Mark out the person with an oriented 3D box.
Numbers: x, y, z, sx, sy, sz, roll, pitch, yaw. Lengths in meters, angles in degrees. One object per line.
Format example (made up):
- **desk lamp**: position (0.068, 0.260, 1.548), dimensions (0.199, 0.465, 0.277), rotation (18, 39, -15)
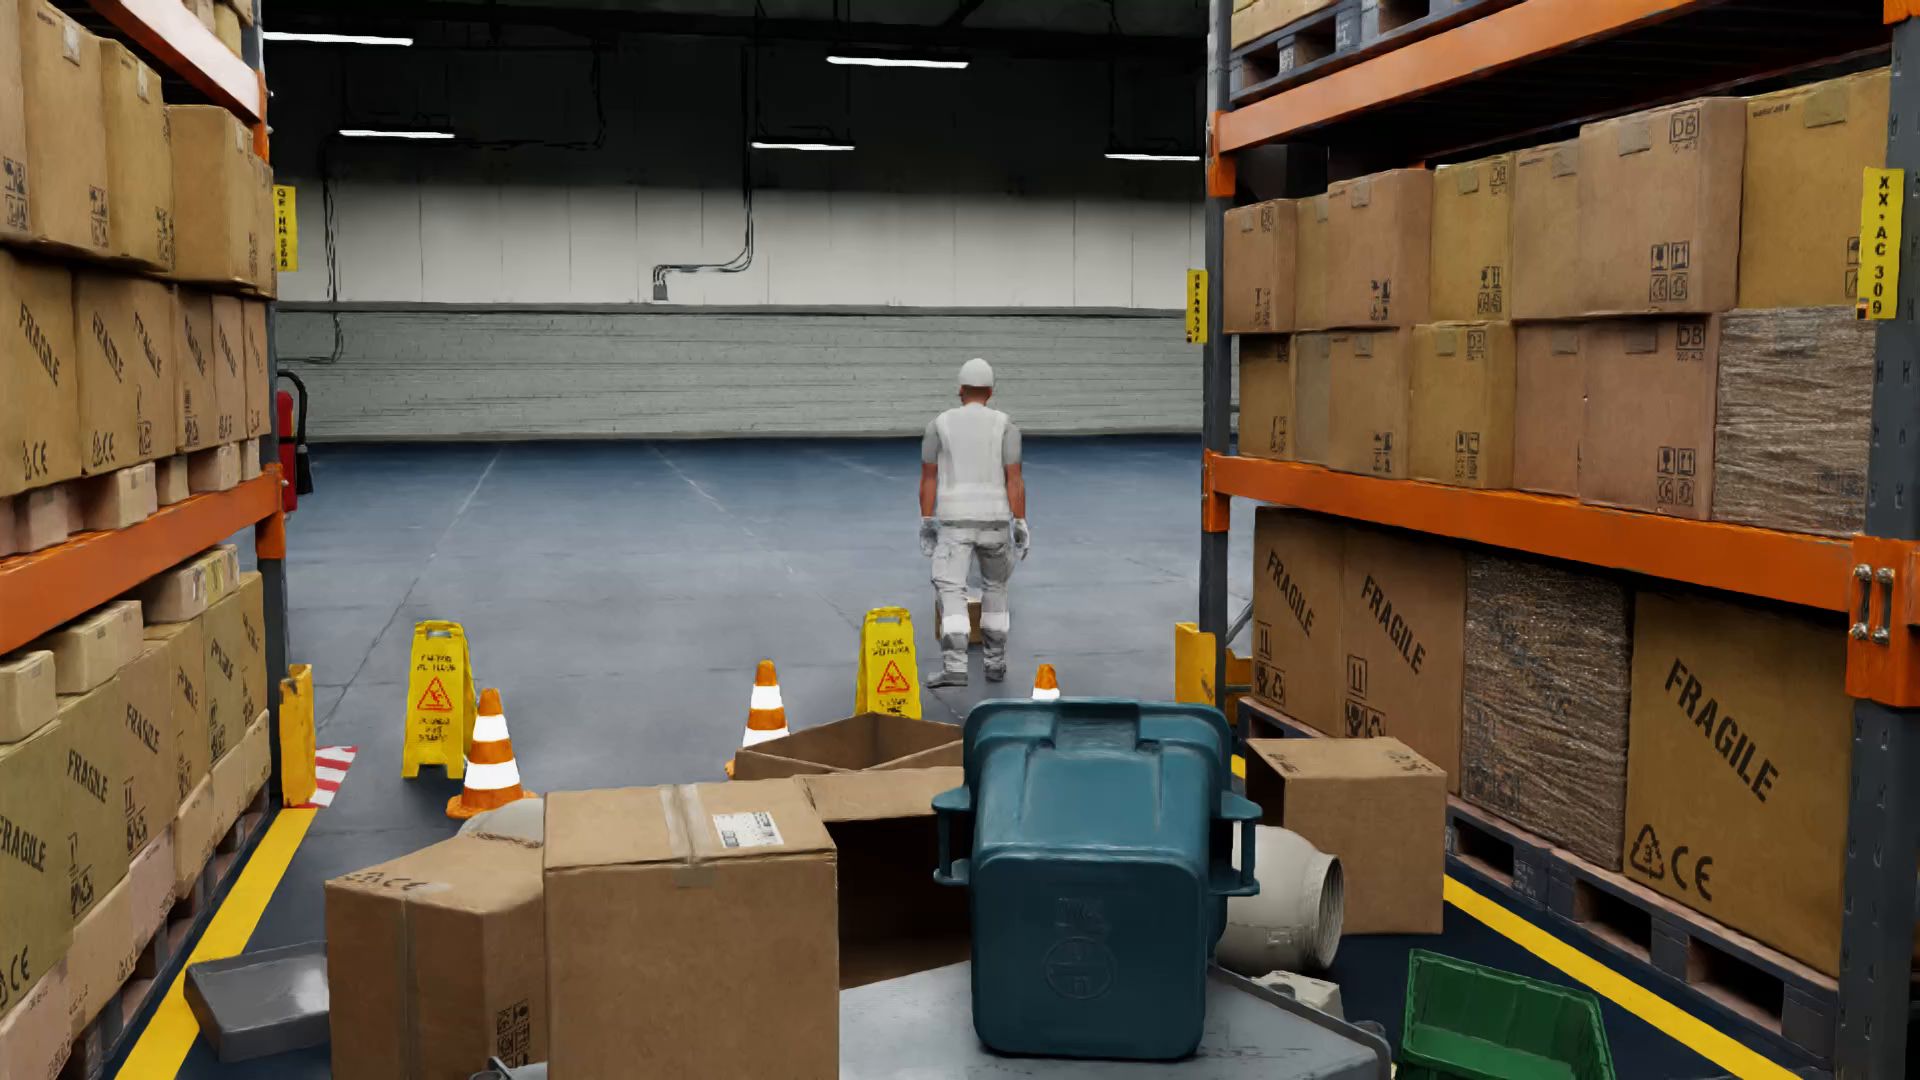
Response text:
- **person**: position (0.075, -0.088, 8.772), dimensions (0.583, 1.733, 0.919), rotation (0, 6, -3)
